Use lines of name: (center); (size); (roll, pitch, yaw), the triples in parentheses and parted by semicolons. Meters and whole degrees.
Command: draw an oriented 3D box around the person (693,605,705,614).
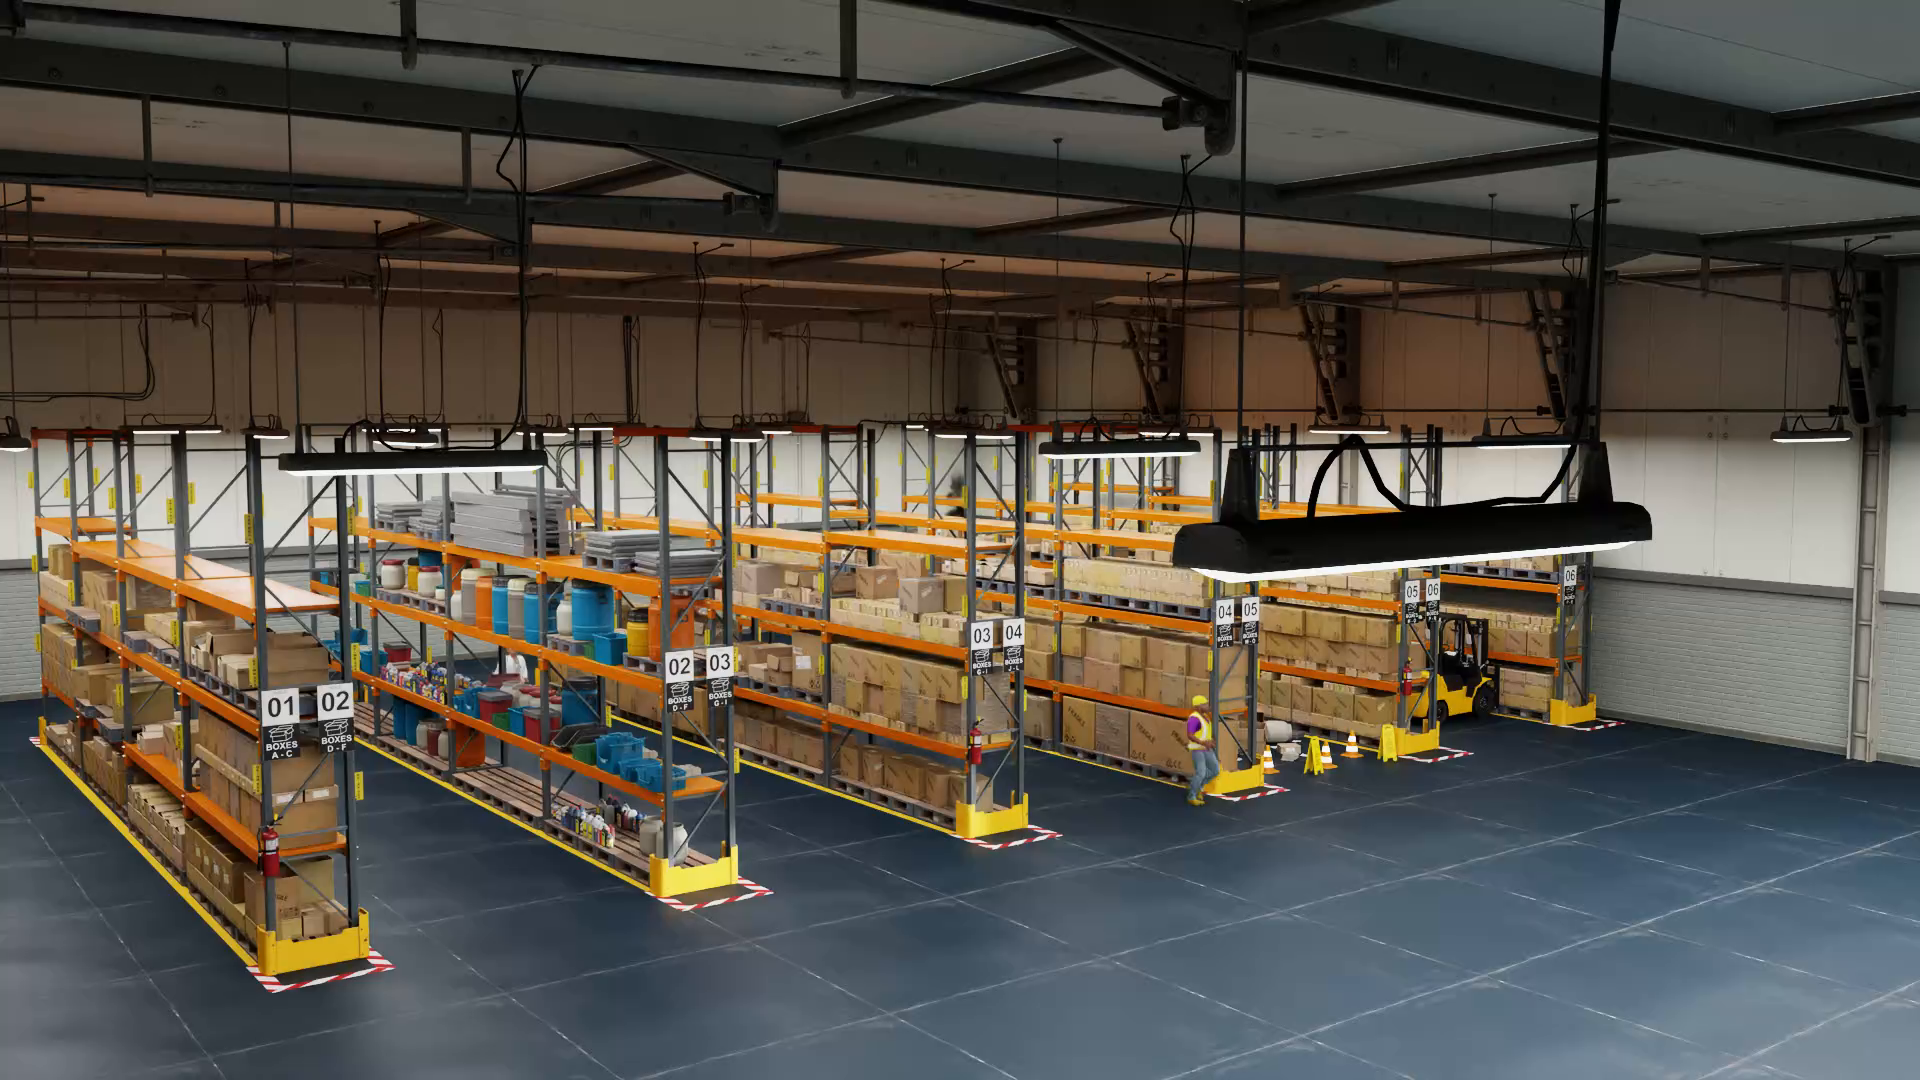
person: (-6.576, 2.281, 40.804); (0.795, 1.666, 0.547); (2, 5, 26)

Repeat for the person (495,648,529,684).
person: (-8.815, 2.892, 32.803); (0.655, 1.724, 0.708); (4, 6, 43)

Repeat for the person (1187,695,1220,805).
person: (3.897, 3.360, 26.673); (0.548, 1.740, 0.715); (3, 5, 33)
